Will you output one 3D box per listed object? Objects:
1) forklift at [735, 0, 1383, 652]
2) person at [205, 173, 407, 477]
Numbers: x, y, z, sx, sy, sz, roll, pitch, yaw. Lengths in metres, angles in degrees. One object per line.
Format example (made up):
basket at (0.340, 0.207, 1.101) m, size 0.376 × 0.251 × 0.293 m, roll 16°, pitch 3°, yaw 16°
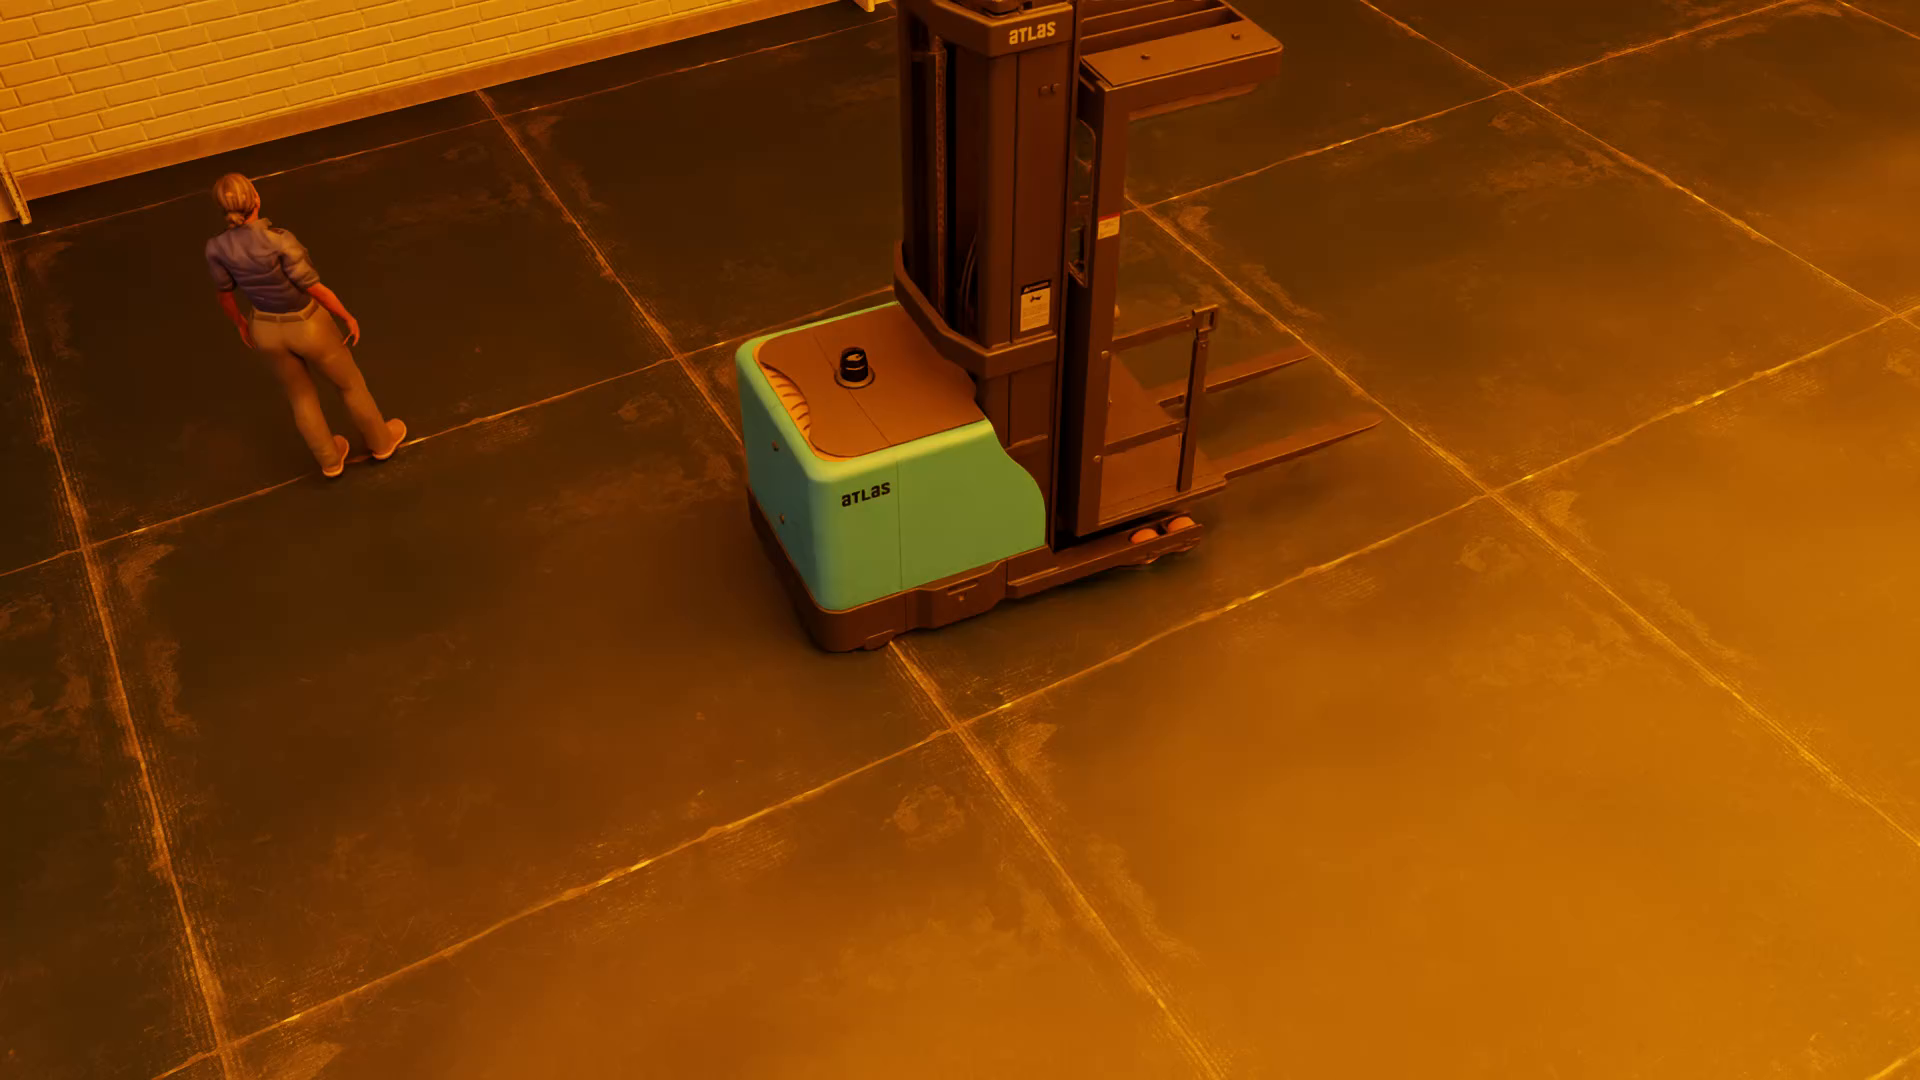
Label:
forklift at (0.568, -1.270, 7.067) m, size 3.031 × 2.935 × 1.130 m, roll -18°, pitch 46°, yaw -18°
person at (-3.073, -1.022, 7.733) m, size 0.564 × 1.659 × 0.500 m, roll 0°, pitch 43°, yaw 0°
